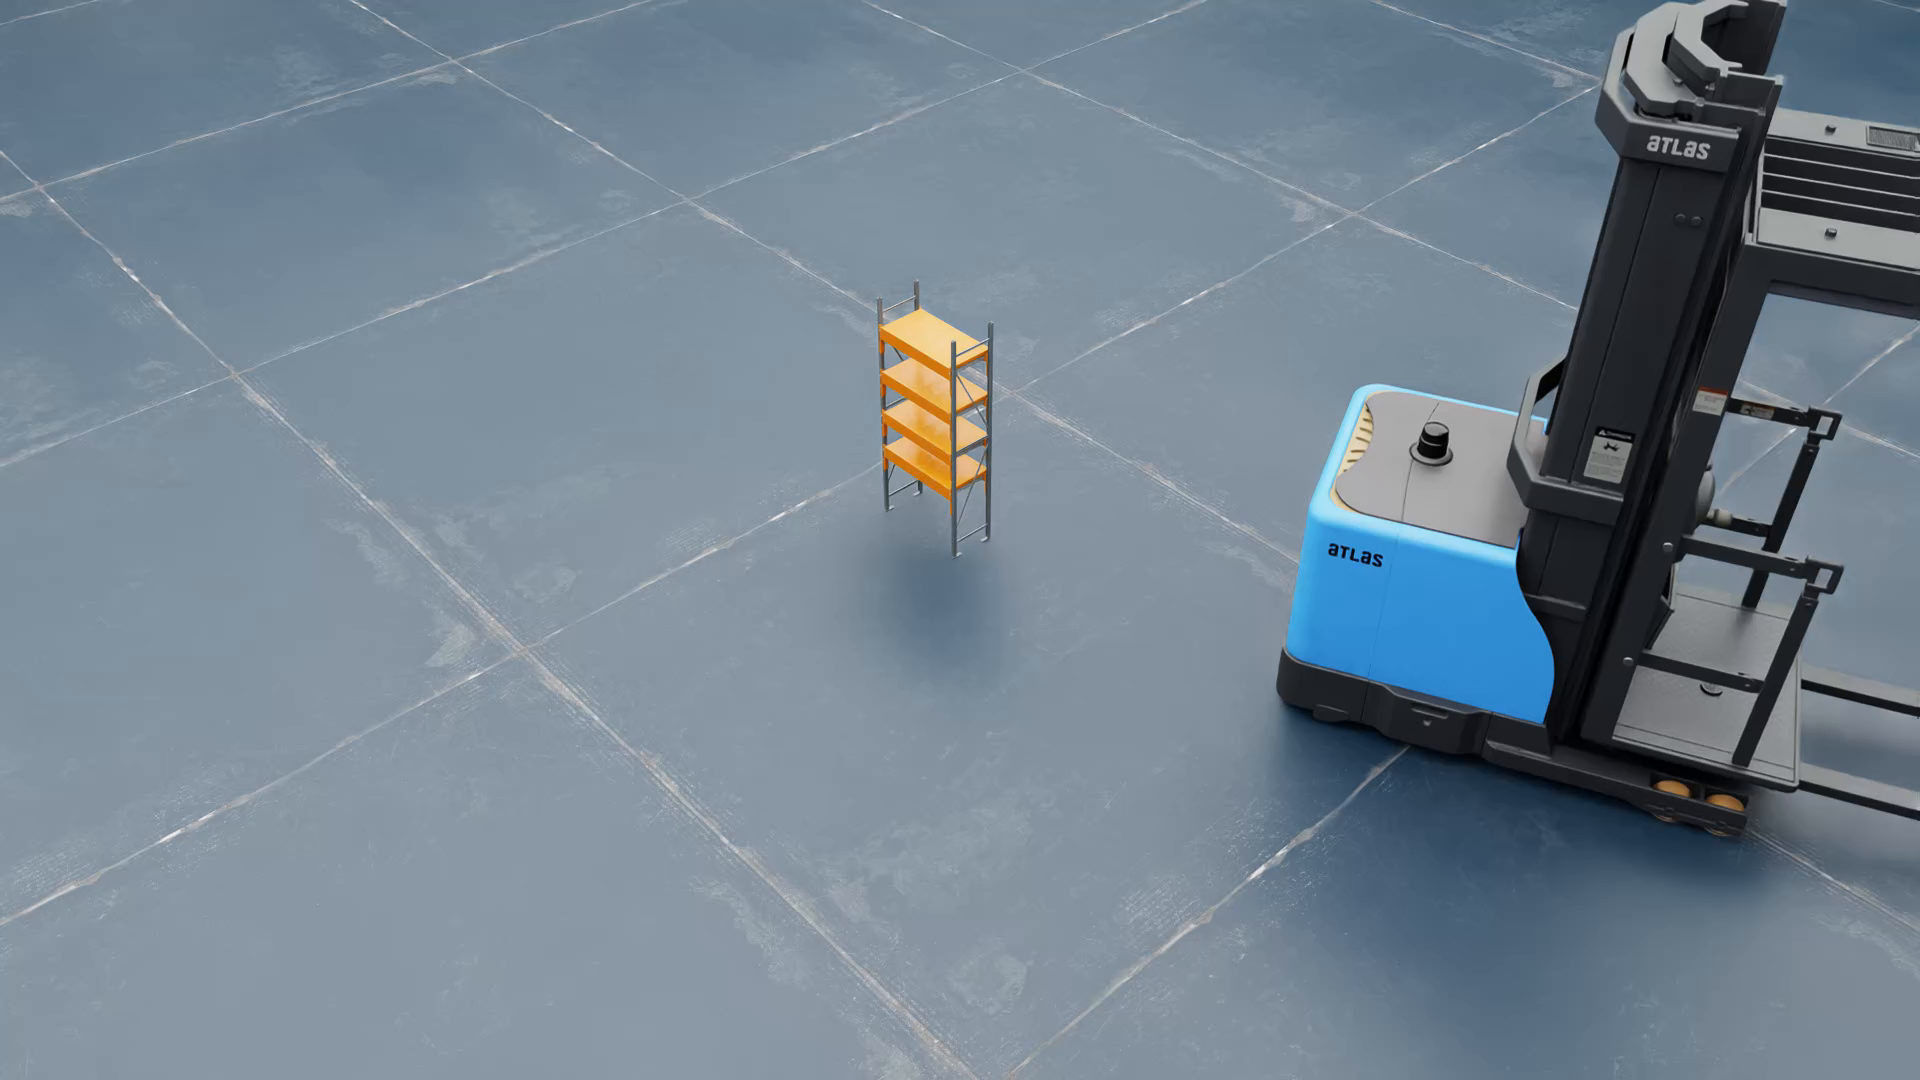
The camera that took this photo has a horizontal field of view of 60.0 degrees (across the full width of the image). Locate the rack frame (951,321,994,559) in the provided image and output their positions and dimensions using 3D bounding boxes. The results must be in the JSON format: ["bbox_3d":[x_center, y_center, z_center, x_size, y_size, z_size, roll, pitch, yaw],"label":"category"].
[{"bbox_3d":[0.053,-0.430,7.536,0.240,1.200,0.015,-30,48,-32],"label":"rack frame"}]

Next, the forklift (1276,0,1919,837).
[{"bbox_3d":[2.910,-0.361,6.072,3.031,2.935,1.130,14,41,17],"label":"forklift"}]

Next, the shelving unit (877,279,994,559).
[{"bbox_3d":[-0.112,-0.543,7.676,0.258,1.200,0.503,-30,48,-32],"label":"shelving unit"}]

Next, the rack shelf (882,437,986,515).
[{"bbox_3d":[-0.112,-0.337,7.843,0.258,0.148,0.480,-30,48,-32],"label":"rack shelf"}]

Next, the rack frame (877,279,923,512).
[{"bbox_3d":[-0.277,-0.656,7.816,0.240,1.200,0.015,-30,48,-32],"label":"rack frame"}]

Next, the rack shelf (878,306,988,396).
[{"bbox_3d":[-0.112,-0.849,7.429,0.258,0.148,0.480,-30,48,-32],"label":"rack shelf"}]

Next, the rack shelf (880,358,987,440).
[{"bbox_3d":[-0.112,-0.665,7.577,0.258,0.148,0.480,-30,48,-32],"label":"rack shelf"}]

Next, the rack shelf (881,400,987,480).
[{"bbox_3d":[-0.112,-0.491,7.718,0.258,0.148,0.480,-30,48,-32],"label":"rack shelf"}]
